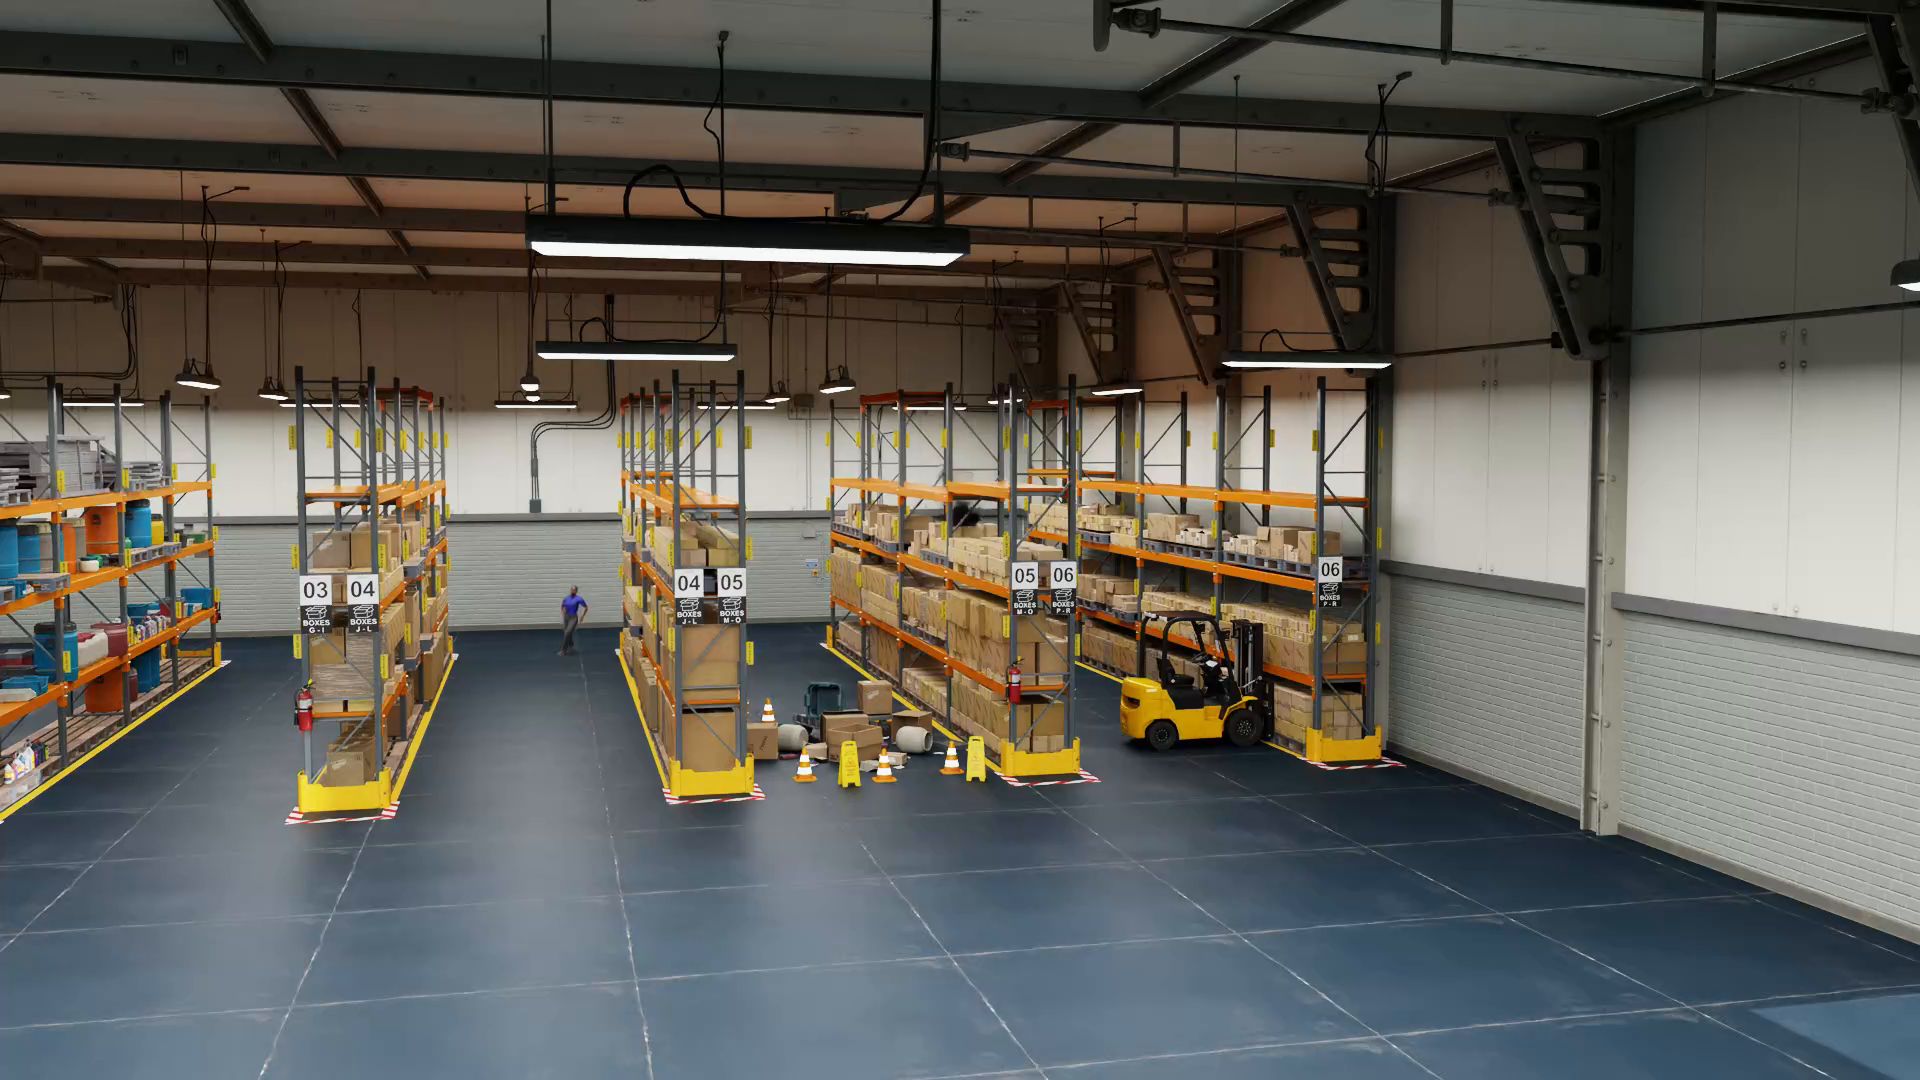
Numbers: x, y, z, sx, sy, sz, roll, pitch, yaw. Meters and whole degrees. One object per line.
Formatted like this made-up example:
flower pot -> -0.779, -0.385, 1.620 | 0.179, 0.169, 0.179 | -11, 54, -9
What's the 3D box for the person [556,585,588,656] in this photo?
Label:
person -> -9.025, 1.859, 38.701 | 0.663, 1.629, 0.879 | 1, 4, 17
